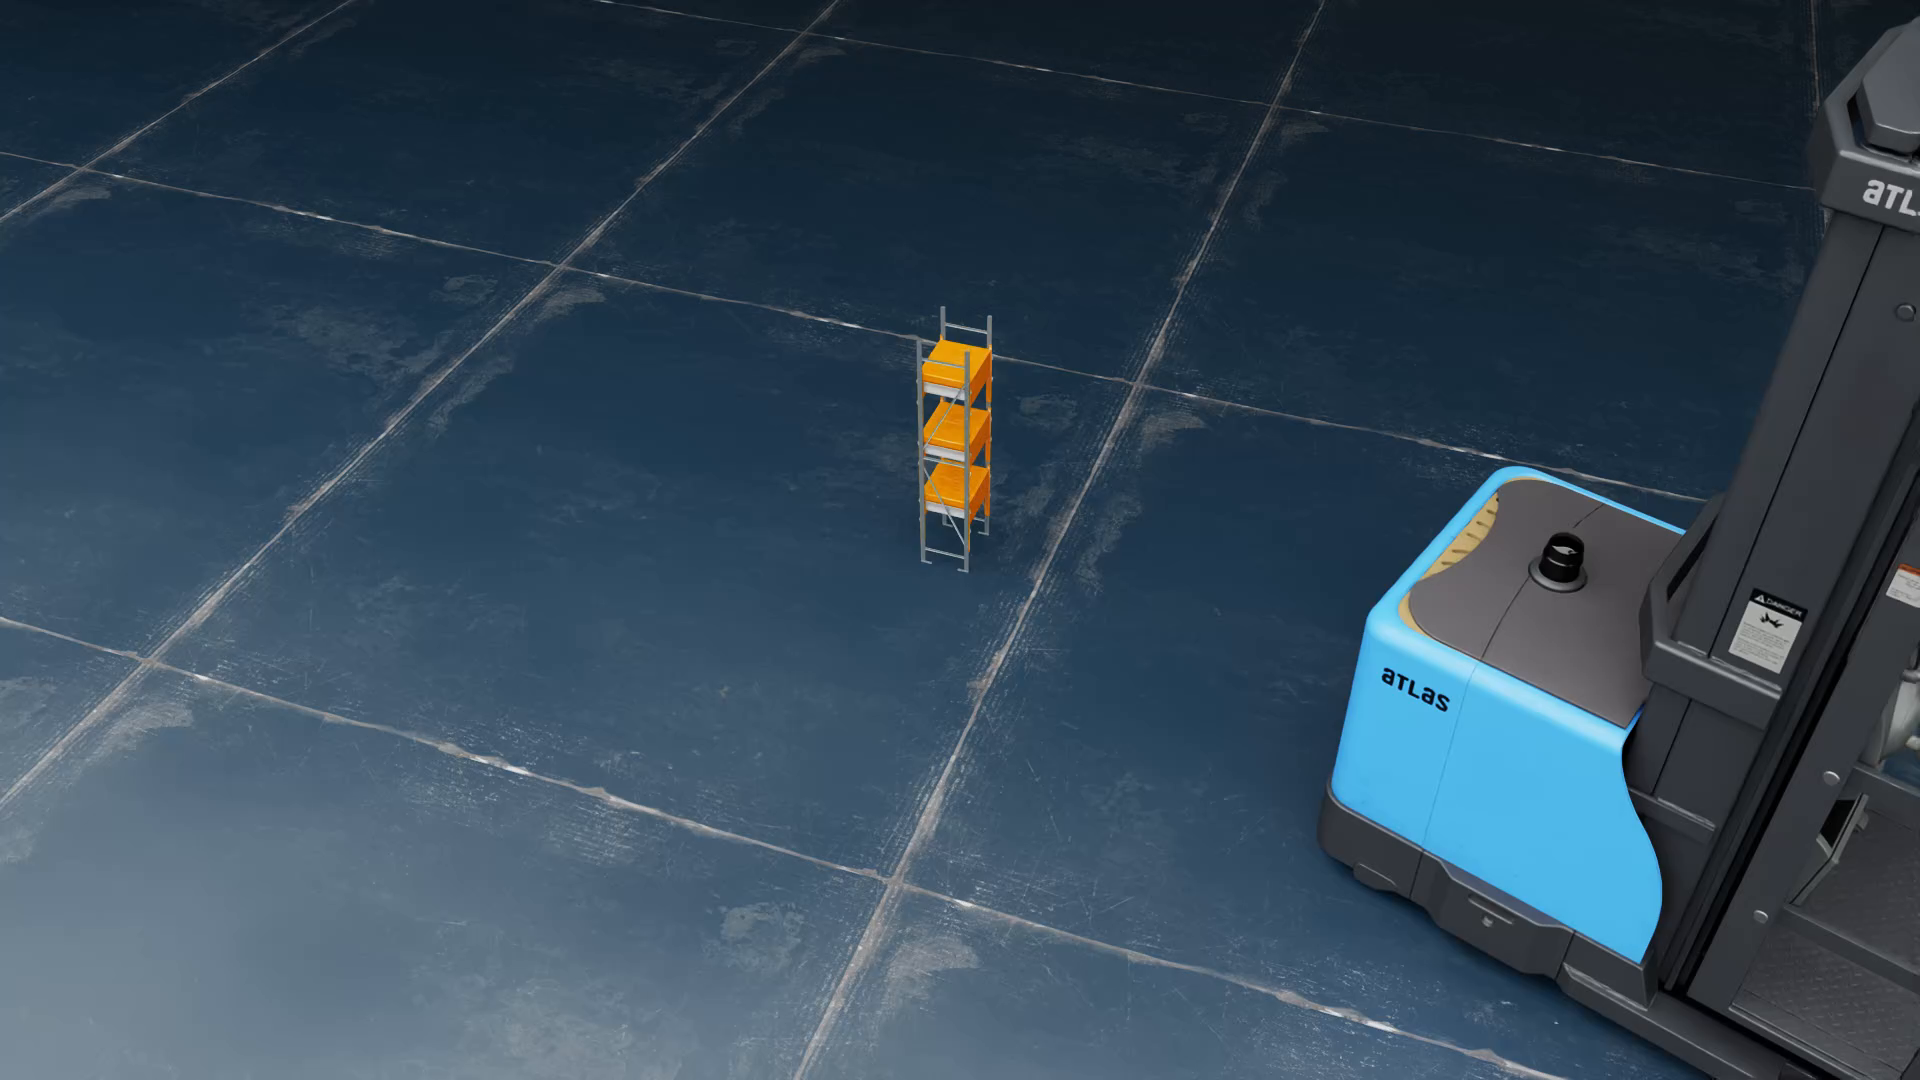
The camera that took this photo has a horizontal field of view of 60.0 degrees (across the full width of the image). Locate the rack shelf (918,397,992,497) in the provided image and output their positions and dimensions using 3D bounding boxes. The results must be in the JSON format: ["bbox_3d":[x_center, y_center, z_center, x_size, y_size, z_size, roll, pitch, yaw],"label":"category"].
[{"bbox_3d":[-0.018,-0.359,6.378,0.215,0.259,0.240,13,42,15],"label":"rack shelf"}]

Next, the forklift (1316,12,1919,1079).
[{"bbox_3d":[2.646,0.277,4.167,3.031,2.935,1.130,27,47,28],"label":"forklift"}]

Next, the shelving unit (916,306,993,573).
[{"bbox_3d":[-0.018,-0.367,6.371,0.215,1.050,0.252,13,42,15],"label":"shelving unit"}]

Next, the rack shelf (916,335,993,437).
[{"bbox_3d":[-0.018,-0.575,6.194,0.215,0.259,0.240,13,42,15],"label":"rack shelf"}]

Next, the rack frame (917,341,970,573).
[{"bbox_3d":[-0.060,-0.292,6.284,0.200,1.050,0.008,13,42,15],"label":"rack frame"}]

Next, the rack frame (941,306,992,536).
[{"bbox_3d":[0.023,-0.441,6.458,0.200,1.050,0.008,13,42,15],"label":"rack frame"}]

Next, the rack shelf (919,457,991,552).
[{"bbox_3d":[-0.018,-0.147,6.558,0.215,0.259,0.240,13,42,15],"label":"rack shelf"}]
